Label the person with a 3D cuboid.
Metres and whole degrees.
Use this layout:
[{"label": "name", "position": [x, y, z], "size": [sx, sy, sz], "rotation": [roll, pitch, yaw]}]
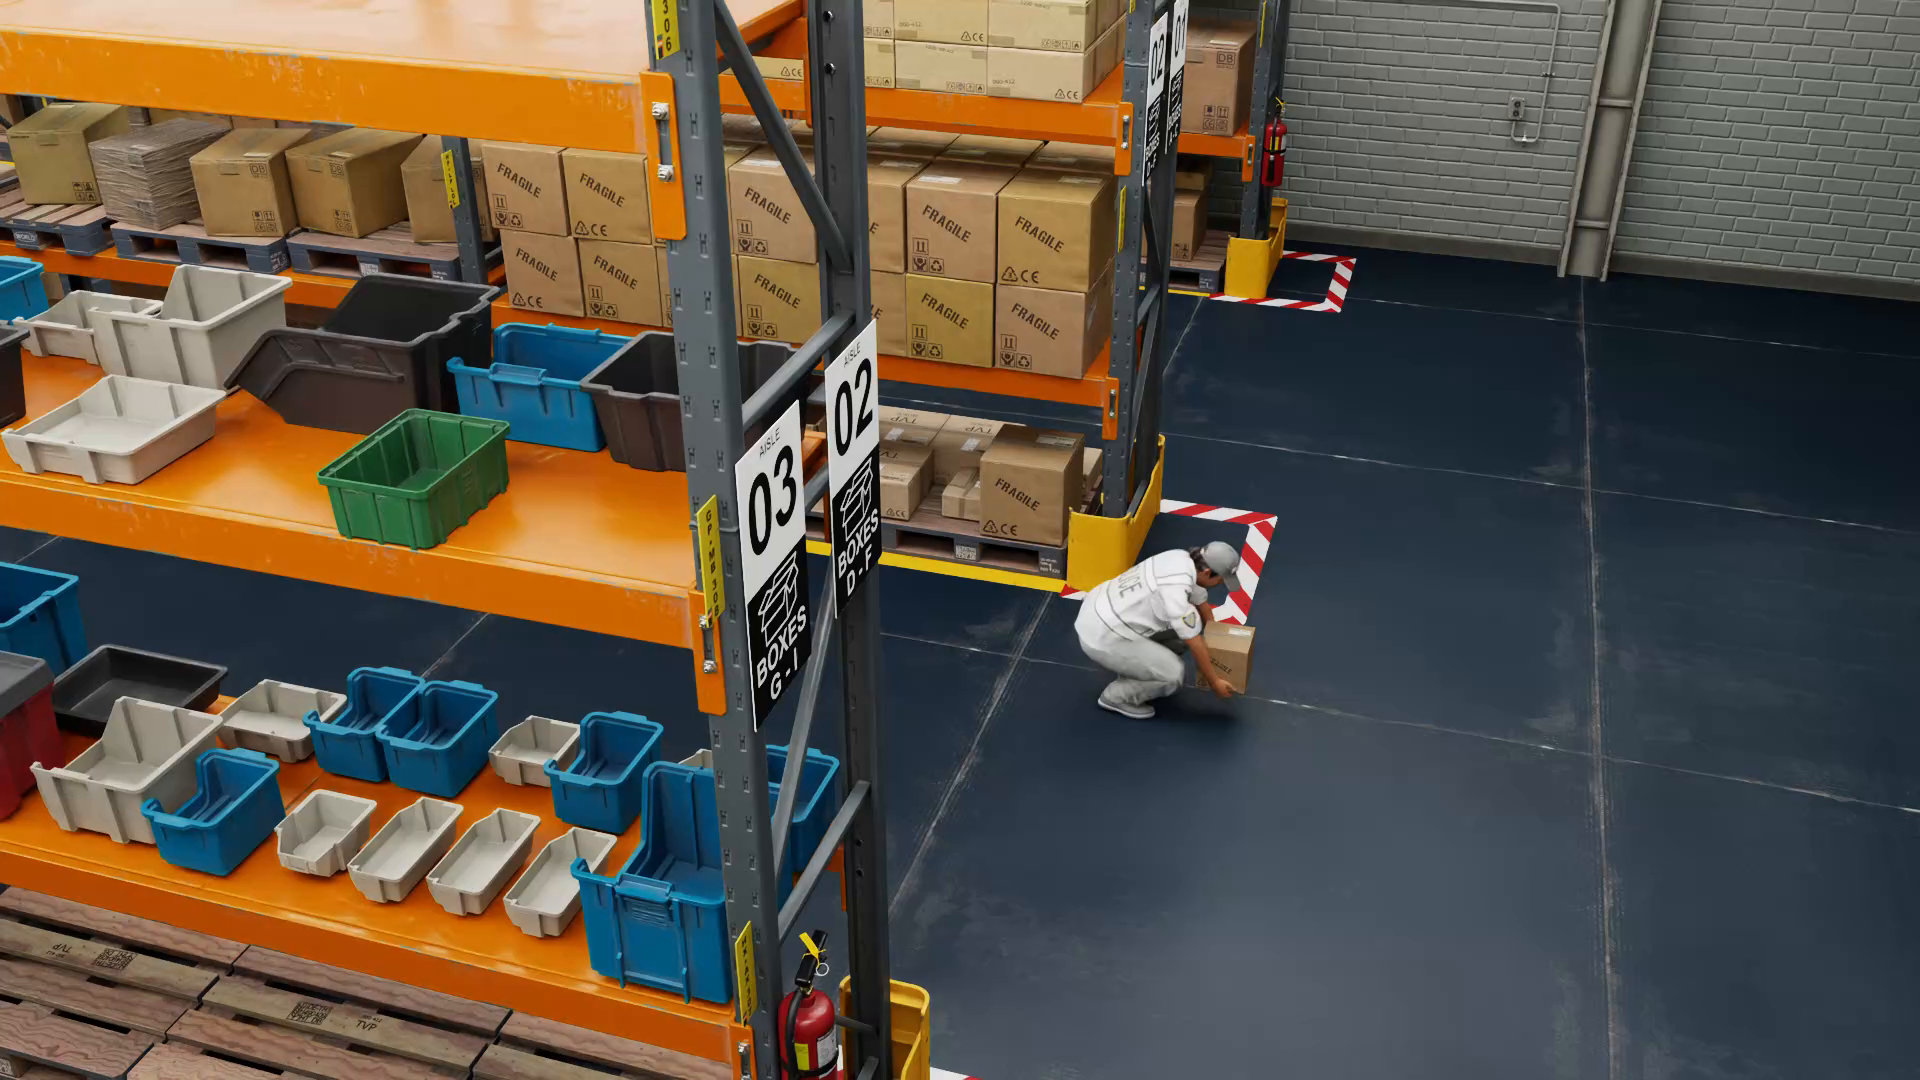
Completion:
[{"label": "person", "position": [1.025, 0.427, 8.480], "size": [0.858, 0.956, 0.505], "rotation": [8, 30, 14]}]
